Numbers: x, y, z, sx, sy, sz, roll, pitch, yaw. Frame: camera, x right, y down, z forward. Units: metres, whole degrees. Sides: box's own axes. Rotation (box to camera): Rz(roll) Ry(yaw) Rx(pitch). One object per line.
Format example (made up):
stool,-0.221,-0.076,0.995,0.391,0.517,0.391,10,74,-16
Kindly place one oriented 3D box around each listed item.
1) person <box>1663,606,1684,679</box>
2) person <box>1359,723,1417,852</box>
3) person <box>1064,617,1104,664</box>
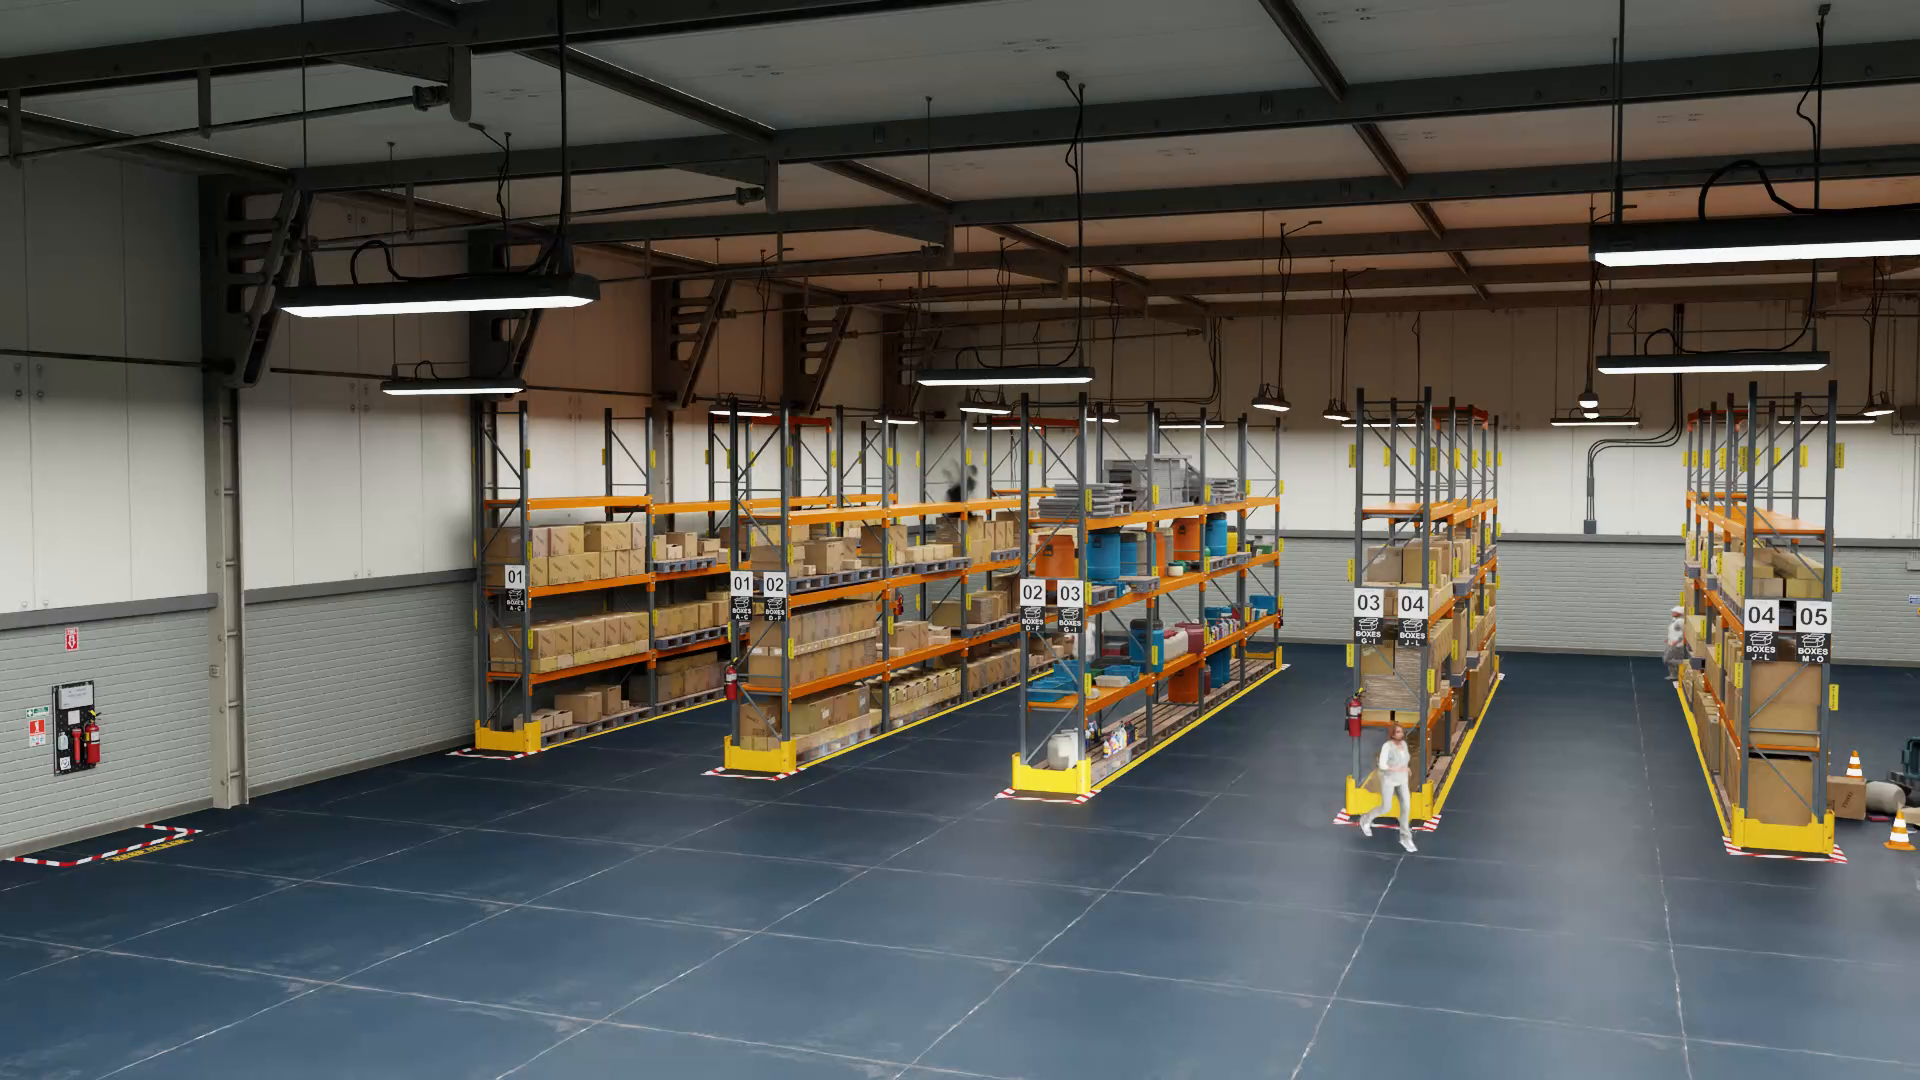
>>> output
person,16.181,2.332,37.548,0.542,1.720,0.704,1,3,12
person,5.582,3.156,21.494,0.552,1.607,0.841,-1,3,-27
person,2.368,2.254,32.118,0.703,1.837,0.780,1,3,20
